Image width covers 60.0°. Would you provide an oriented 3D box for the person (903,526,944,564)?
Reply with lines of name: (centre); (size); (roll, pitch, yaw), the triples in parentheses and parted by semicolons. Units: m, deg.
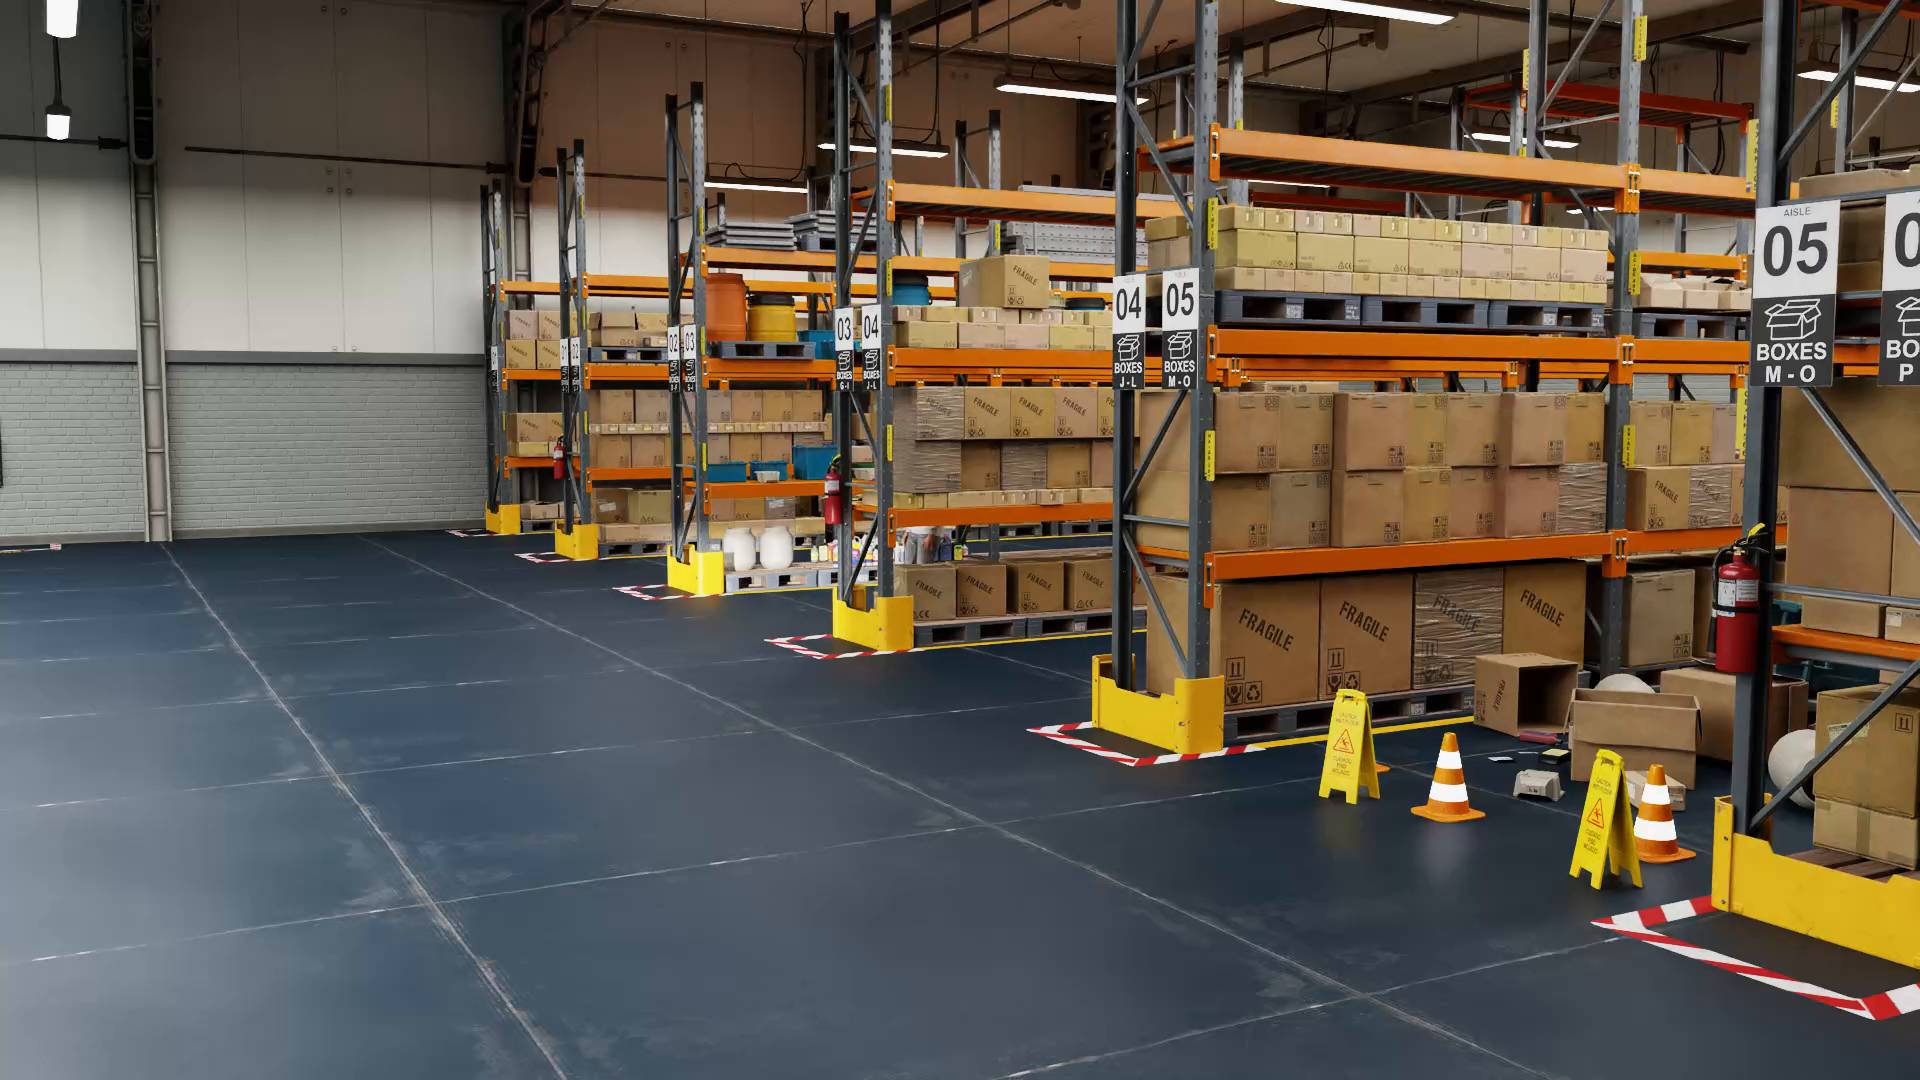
person: (-0.414, -0.047, 17.627); (0.461, 1.771, 0.581); (-3, 6, -30)
